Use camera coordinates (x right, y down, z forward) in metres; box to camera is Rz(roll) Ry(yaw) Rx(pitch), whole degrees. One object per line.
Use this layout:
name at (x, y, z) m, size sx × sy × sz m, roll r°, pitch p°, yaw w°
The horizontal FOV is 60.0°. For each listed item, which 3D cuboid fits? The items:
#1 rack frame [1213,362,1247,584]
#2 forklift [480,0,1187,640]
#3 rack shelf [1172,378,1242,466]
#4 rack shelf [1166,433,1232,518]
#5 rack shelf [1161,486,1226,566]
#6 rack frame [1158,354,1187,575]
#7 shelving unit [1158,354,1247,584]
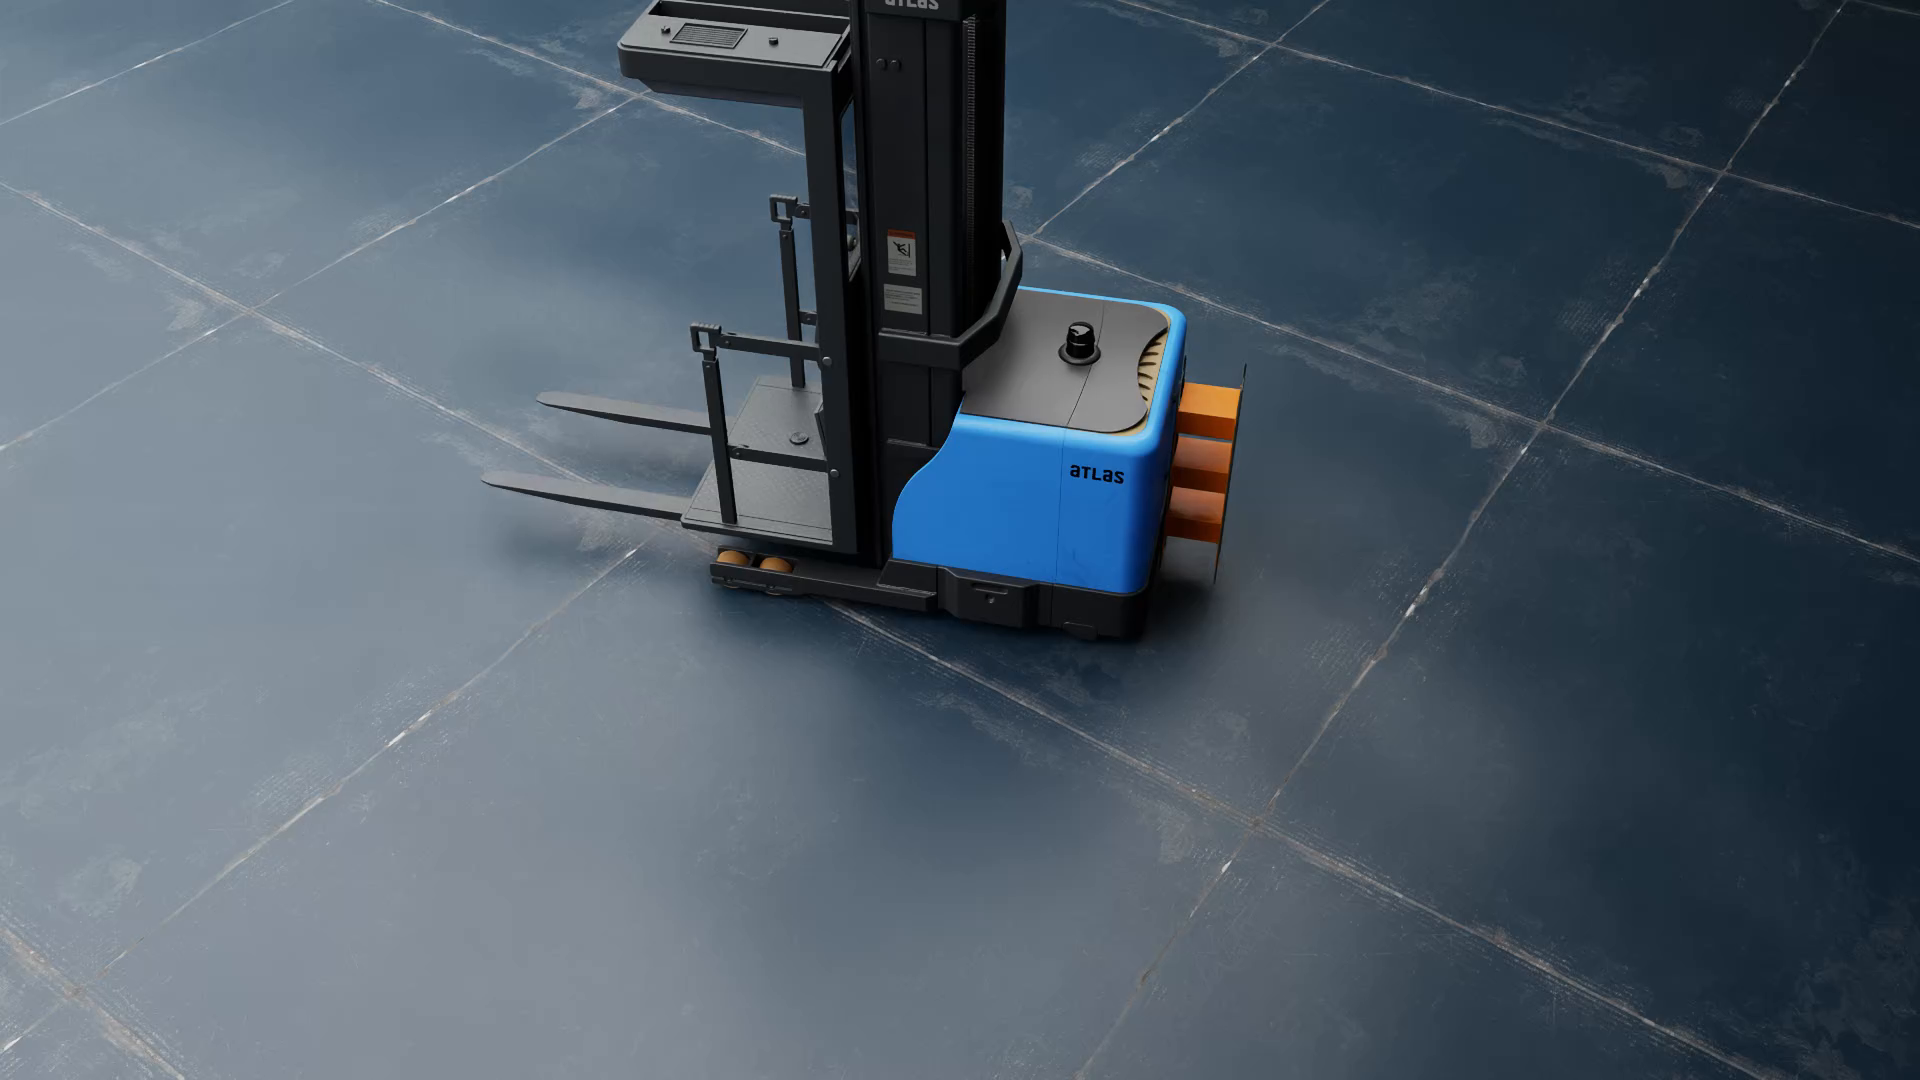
rack frame at (1.136, -0.264, 7.006) m, size 0.008 × 1.050 × 0.200 m, roll 9°, pitch 43°, yaw 10°
forklift at (-0.606, -1.186, 6.626) m, size 3.031 × 2.935 × 1.130 m, roll 9°, pitch 43°, yaw 10°
rack shelf at (1.017, -0.486, 6.845) m, size 0.240 × 0.259 × 0.215 m, roll 9°, pitch 43°, yaw 10°
rack shelf at (1.017, -0.275, 7.034) m, size 0.240 × 0.259 × 0.215 m, roll 9°, pitch 43°, yaw 10°
rack shelf at (1.017, -0.068, 7.219) m, size 0.240 × 0.259 × 0.215 m, roll 9°, pitch 43°, yaw 10°
rack frame at (0.898, -0.301, 7.047) m, size 0.008 × 1.050 × 0.200 m, roll 9°, pitch 43°, yaw 10°
shelving unit at (1.017, -0.283, 7.027) m, size 0.252 × 1.050 × 0.215 m, roll 9°, pitch 43°, yaw 10°
